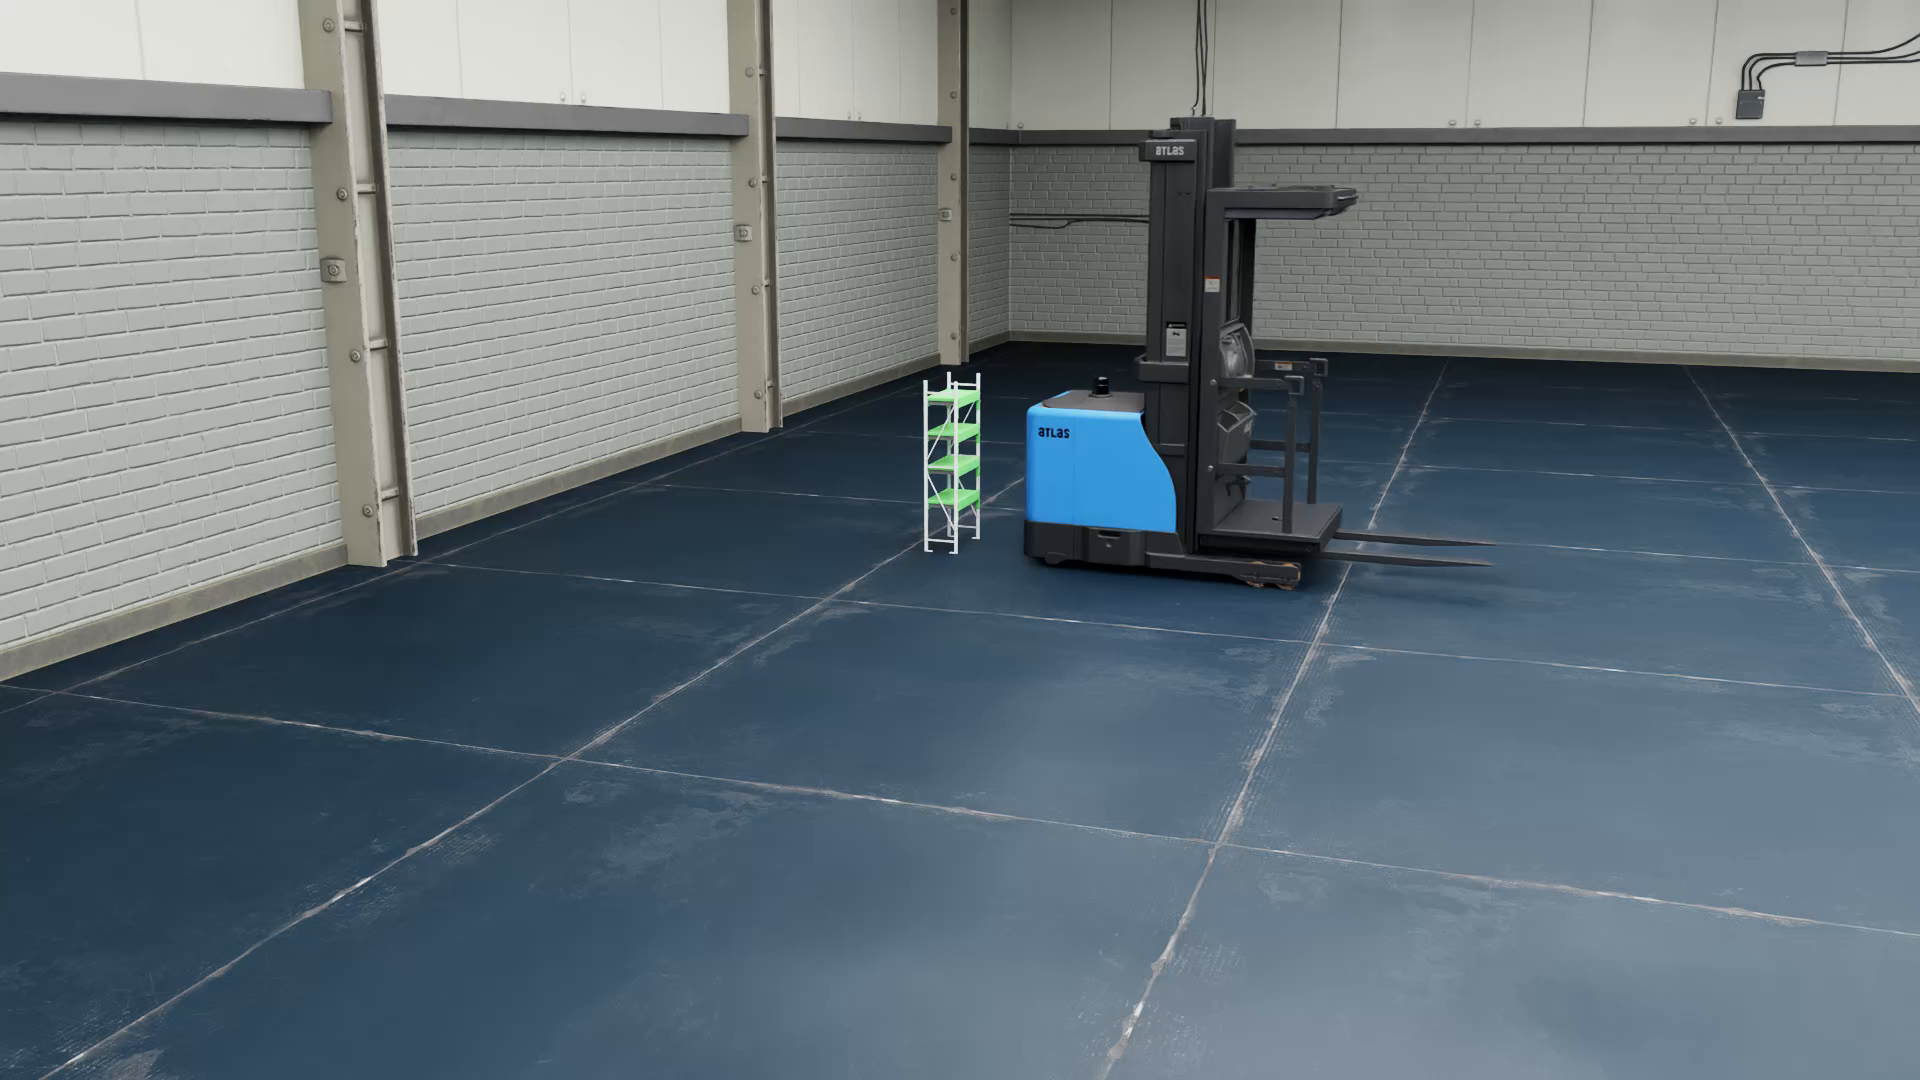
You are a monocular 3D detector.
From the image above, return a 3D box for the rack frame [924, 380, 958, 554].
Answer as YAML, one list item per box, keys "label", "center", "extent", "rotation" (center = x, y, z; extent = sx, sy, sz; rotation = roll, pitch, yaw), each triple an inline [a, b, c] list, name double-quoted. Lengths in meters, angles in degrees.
- label: "rack frame"
  center: [-0.132, -0.499, 11.477]
  extent: [0.240, 1.200, 0.015]
  rotation: [4, 14, 18]

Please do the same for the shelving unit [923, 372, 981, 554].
- label: "shelving unit"
  center: [-0.054, -0.550, 11.702]
  extent: [0.258, 1.200, 0.503]
  rotation: [4, 14, 18]

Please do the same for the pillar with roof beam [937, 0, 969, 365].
- label: "pillar with roof beam"
  center: [3.986, -6.474, 20.129]
  extent: [9.100, 9.000, 0.400]
  rotation: [4, 14, 18]

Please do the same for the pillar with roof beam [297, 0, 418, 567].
- label: "pillar with roof beam"
  center: [0.103, -3.947, 9.059]
  extent: [9.100, 9.000, 0.400]
  rotation: [4, 14, 18]

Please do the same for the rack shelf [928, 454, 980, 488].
- label: "rack shelf"
  center: [-0.054, -0.488, 11.716]
  extent: [0.258, 0.148, 0.480]
  rotation: [4, 14, 18]

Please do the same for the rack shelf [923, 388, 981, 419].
- label: "rack shelf"
  center: [-0.054, -0.956, 11.609]
  extent: [0.258, 0.148, 0.480]
  rotation: [4, 14, 18]

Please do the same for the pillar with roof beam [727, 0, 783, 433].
- label: "pillar with roof beam"
  center: [2.045, -5.211, 14.594]
  extent: [9.100, 9.000, 0.400]
  rotation: [4, 14, 18]

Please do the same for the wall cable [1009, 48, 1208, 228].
- label: "wall cable"
  center: [2.117, -5.795, 24.133]
  extent: [3.097, 2.526, 0.112]
  rotation: [4, 14, 18]

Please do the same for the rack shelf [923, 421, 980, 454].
- label: "rack shelf"
  center: [-0.054, -0.722, 11.662]
  extent: [0.258, 0.148, 0.480]
  rotation: [4, 14, 18]

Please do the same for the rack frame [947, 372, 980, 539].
- label: "rack frame"
  center: [0.025, -0.601, 11.927]
  extent: [0.240, 1.200, 0.015]
  rotation: [4, 14, 18]

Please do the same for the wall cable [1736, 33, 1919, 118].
- label: "wall cable"
  center: [11.095, -8.280, 20.400]
  extent: [2.305, 6.003, 0.169]
  rotation: [4, 14, 18]

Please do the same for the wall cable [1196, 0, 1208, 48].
- label: "wall cable"
  center: [4.677, -8.062, 22.717]
  extent: [3.097, 2.526, 0.112]
  rotation: [4, 14, 18]

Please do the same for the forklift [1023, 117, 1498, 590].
- label: "forklift"
  center: [2.001, -1.246, 10.859]
  extent: [3.031, 2.935, 1.130]
  rotation: [5, 14, 20]

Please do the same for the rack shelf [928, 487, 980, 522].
- label: "rack shelf"
  center: [-0.054, -0.254, 11.769]
  extent: [0.258, 0.148, 0.480]
  rotation: [4, 14, 18]
